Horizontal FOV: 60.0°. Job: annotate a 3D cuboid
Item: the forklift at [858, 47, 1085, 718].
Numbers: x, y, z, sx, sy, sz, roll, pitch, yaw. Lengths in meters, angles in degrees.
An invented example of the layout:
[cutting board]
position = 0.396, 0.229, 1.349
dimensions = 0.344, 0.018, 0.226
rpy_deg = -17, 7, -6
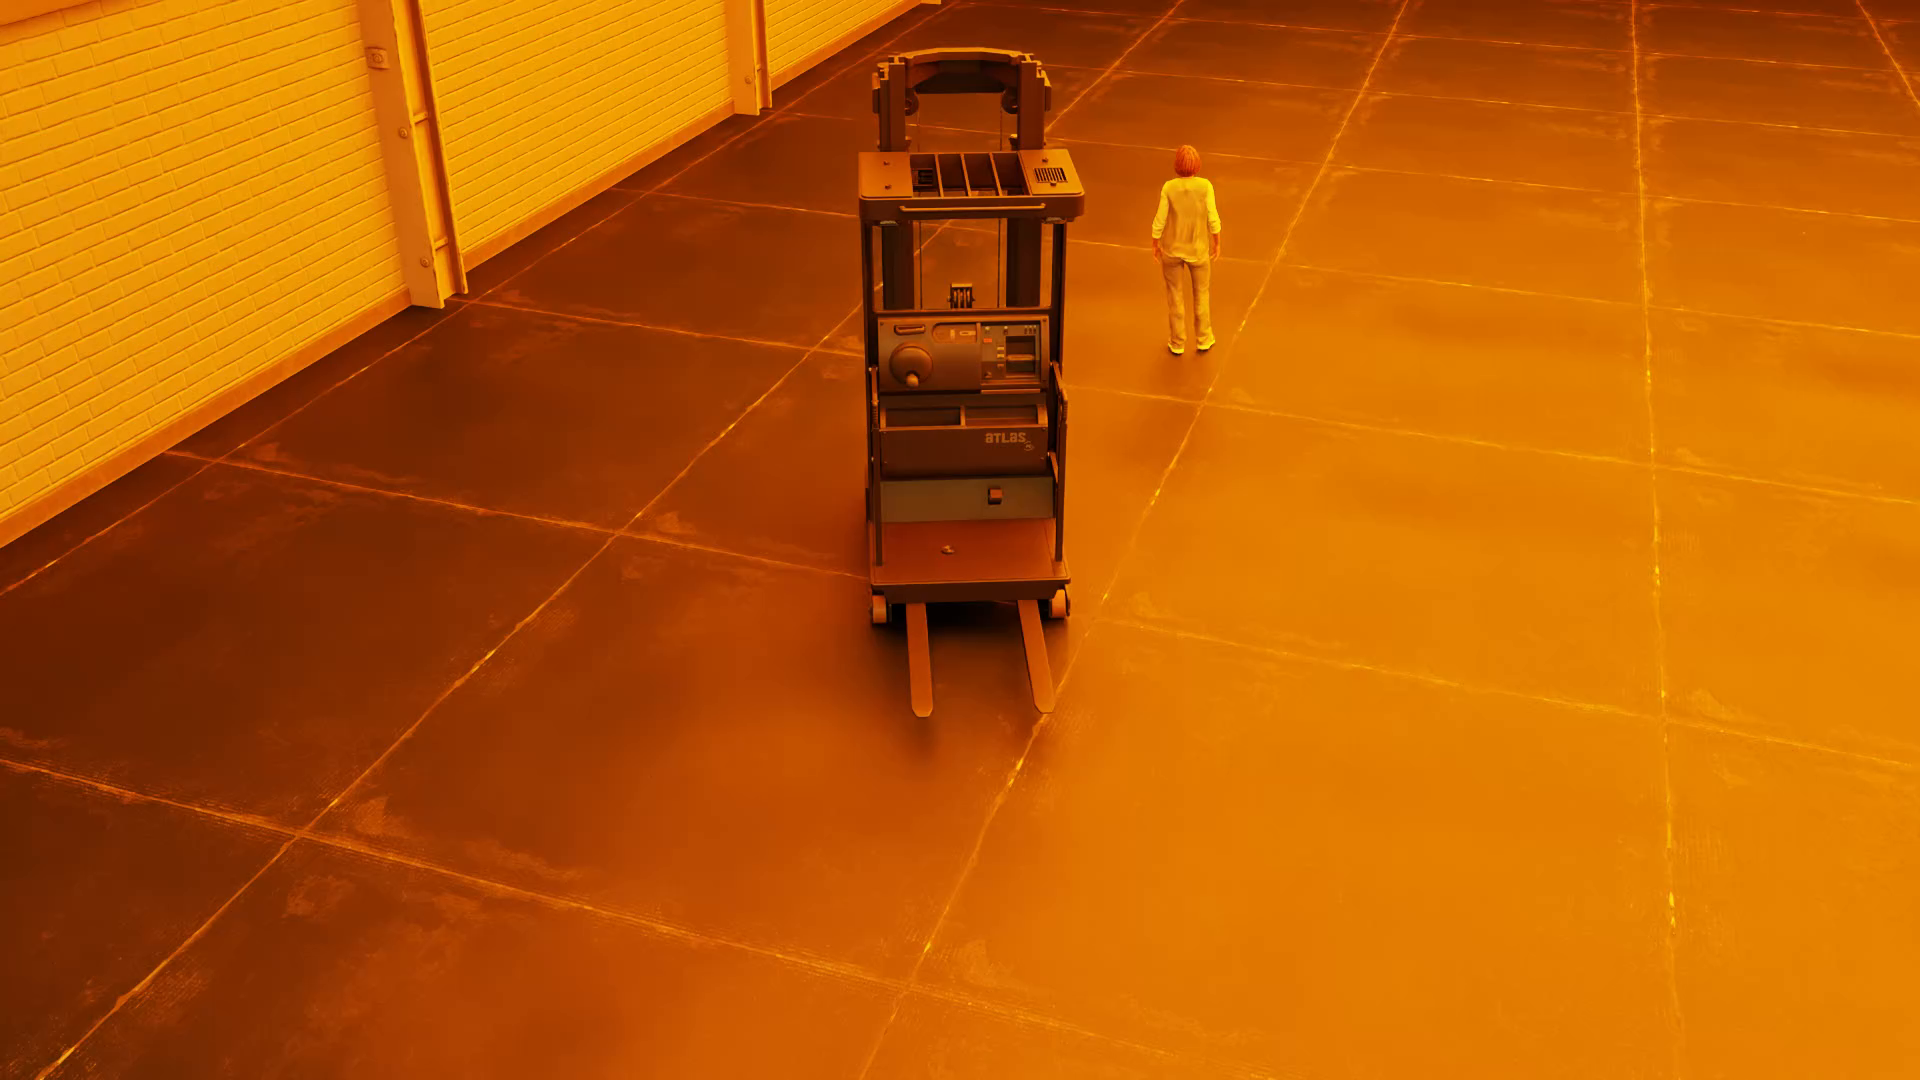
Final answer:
[forklift]
position = 0.035, -0.972, 8.842
dimensions = 1.130, 2.935, 3.031
rpy_deg = -2, 30, -3

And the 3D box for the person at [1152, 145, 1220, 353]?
[person]
position = 1.669, -2.146, 12.233
dimensions = 0.520, 1.597, 0.475
rpy_deg = 4, 30, 7
